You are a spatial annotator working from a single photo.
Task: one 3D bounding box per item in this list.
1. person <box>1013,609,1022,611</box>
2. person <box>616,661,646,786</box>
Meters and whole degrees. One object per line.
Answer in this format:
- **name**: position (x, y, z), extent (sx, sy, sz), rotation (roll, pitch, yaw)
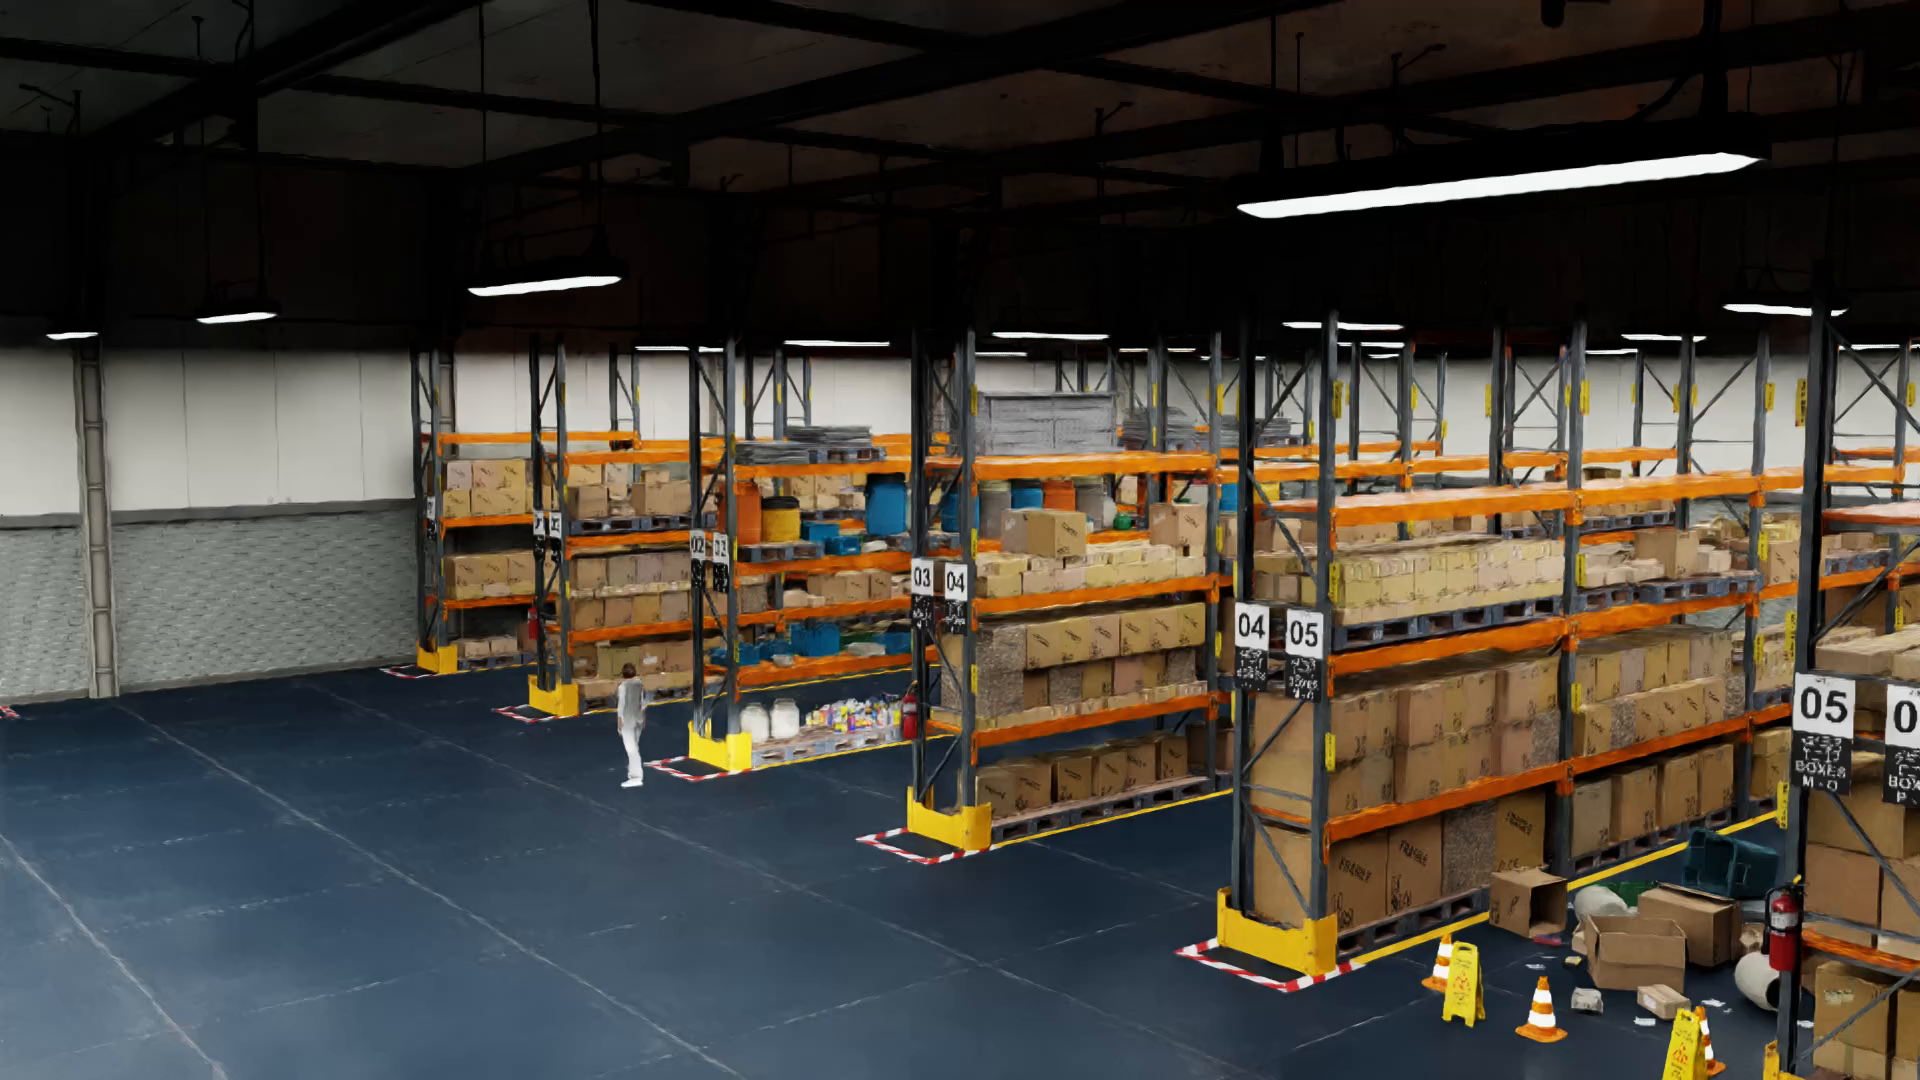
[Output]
- **person**: position (1.133, 1.566, 30.105), extent (1.073, 1.582, 0.499), rotation (-5, 7, -41)
- **person**: position (-4.274, 2.385, 21.596), extent (0.499, 1.585, 0.529), rotation (4, 6, 34)
